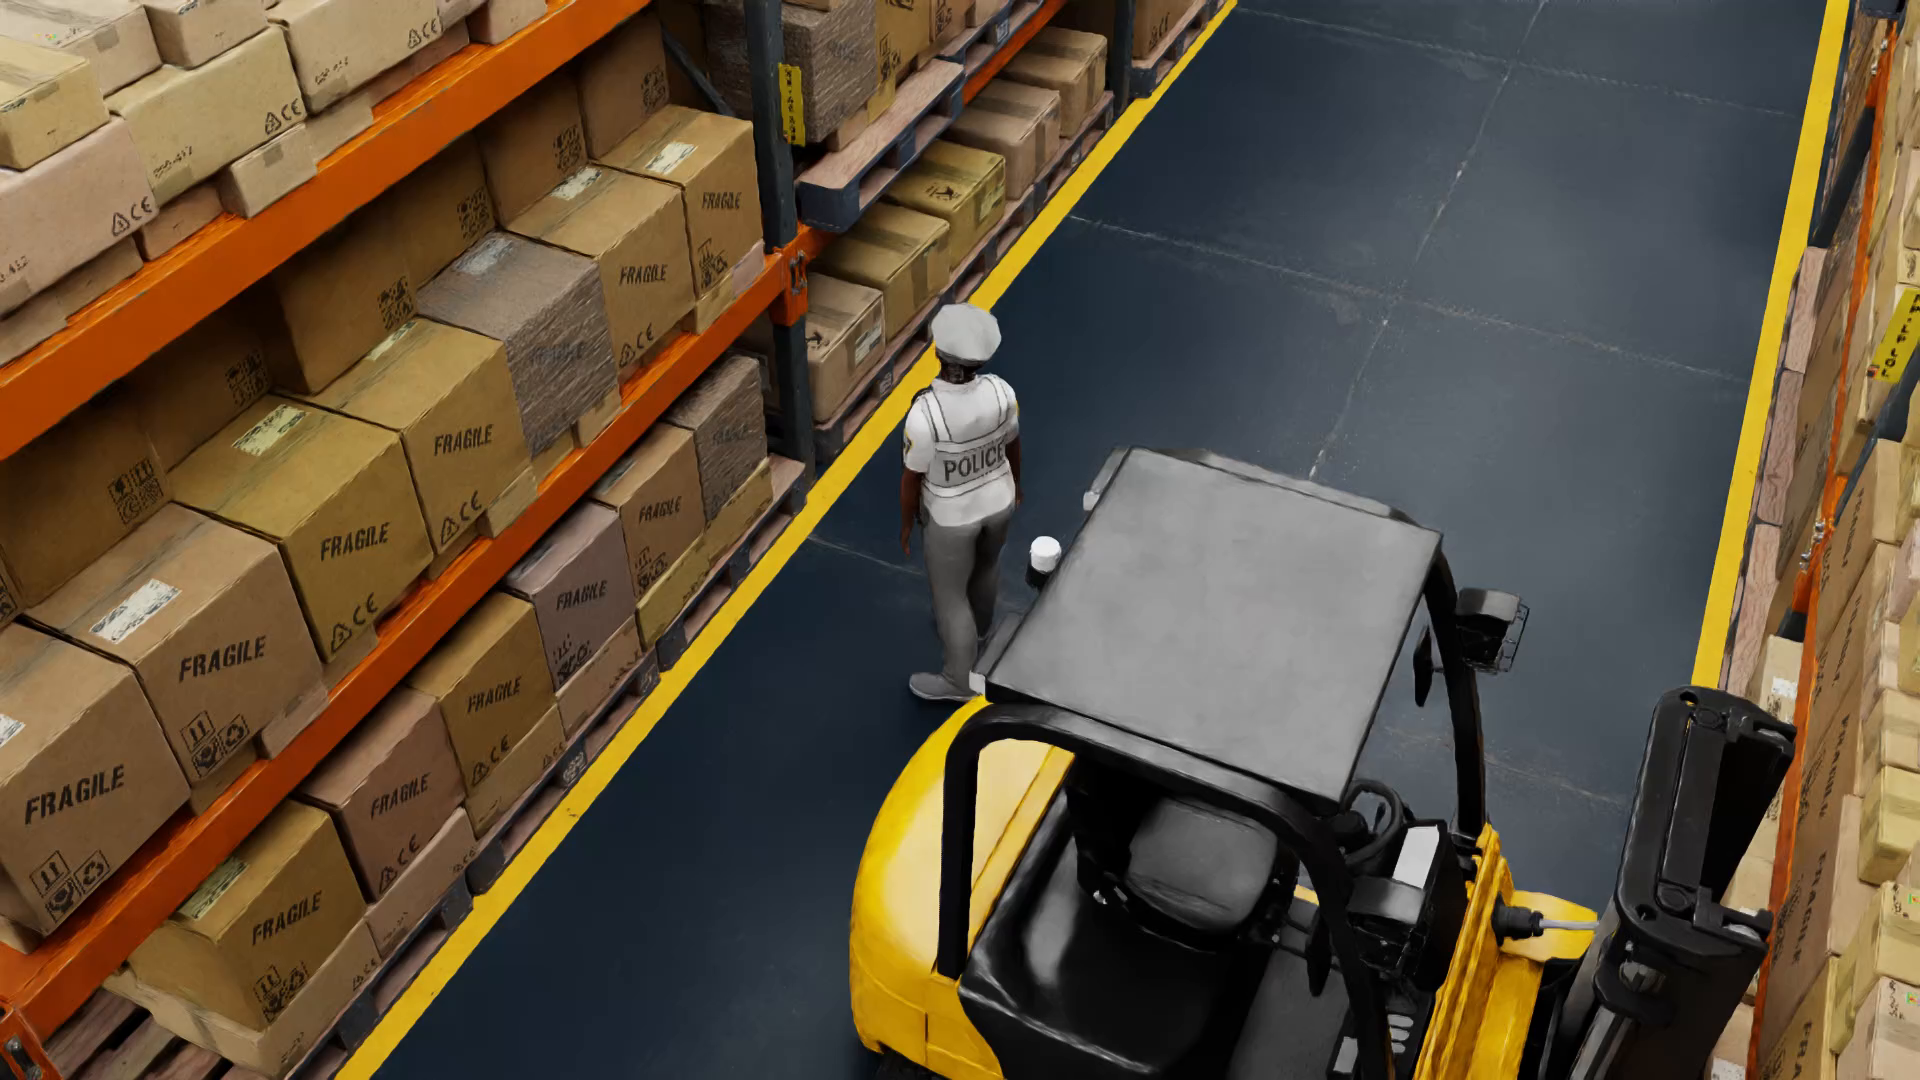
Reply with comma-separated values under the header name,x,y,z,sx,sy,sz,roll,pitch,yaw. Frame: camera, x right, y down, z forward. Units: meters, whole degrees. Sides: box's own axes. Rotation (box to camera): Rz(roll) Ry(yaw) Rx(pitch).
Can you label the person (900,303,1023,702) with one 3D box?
name,x,y,z,sx,sy,sz,roll,pitch,yaw
person,-0.008,-0.154,6.288,0.560,1.672,0.539,-25,48,-25
